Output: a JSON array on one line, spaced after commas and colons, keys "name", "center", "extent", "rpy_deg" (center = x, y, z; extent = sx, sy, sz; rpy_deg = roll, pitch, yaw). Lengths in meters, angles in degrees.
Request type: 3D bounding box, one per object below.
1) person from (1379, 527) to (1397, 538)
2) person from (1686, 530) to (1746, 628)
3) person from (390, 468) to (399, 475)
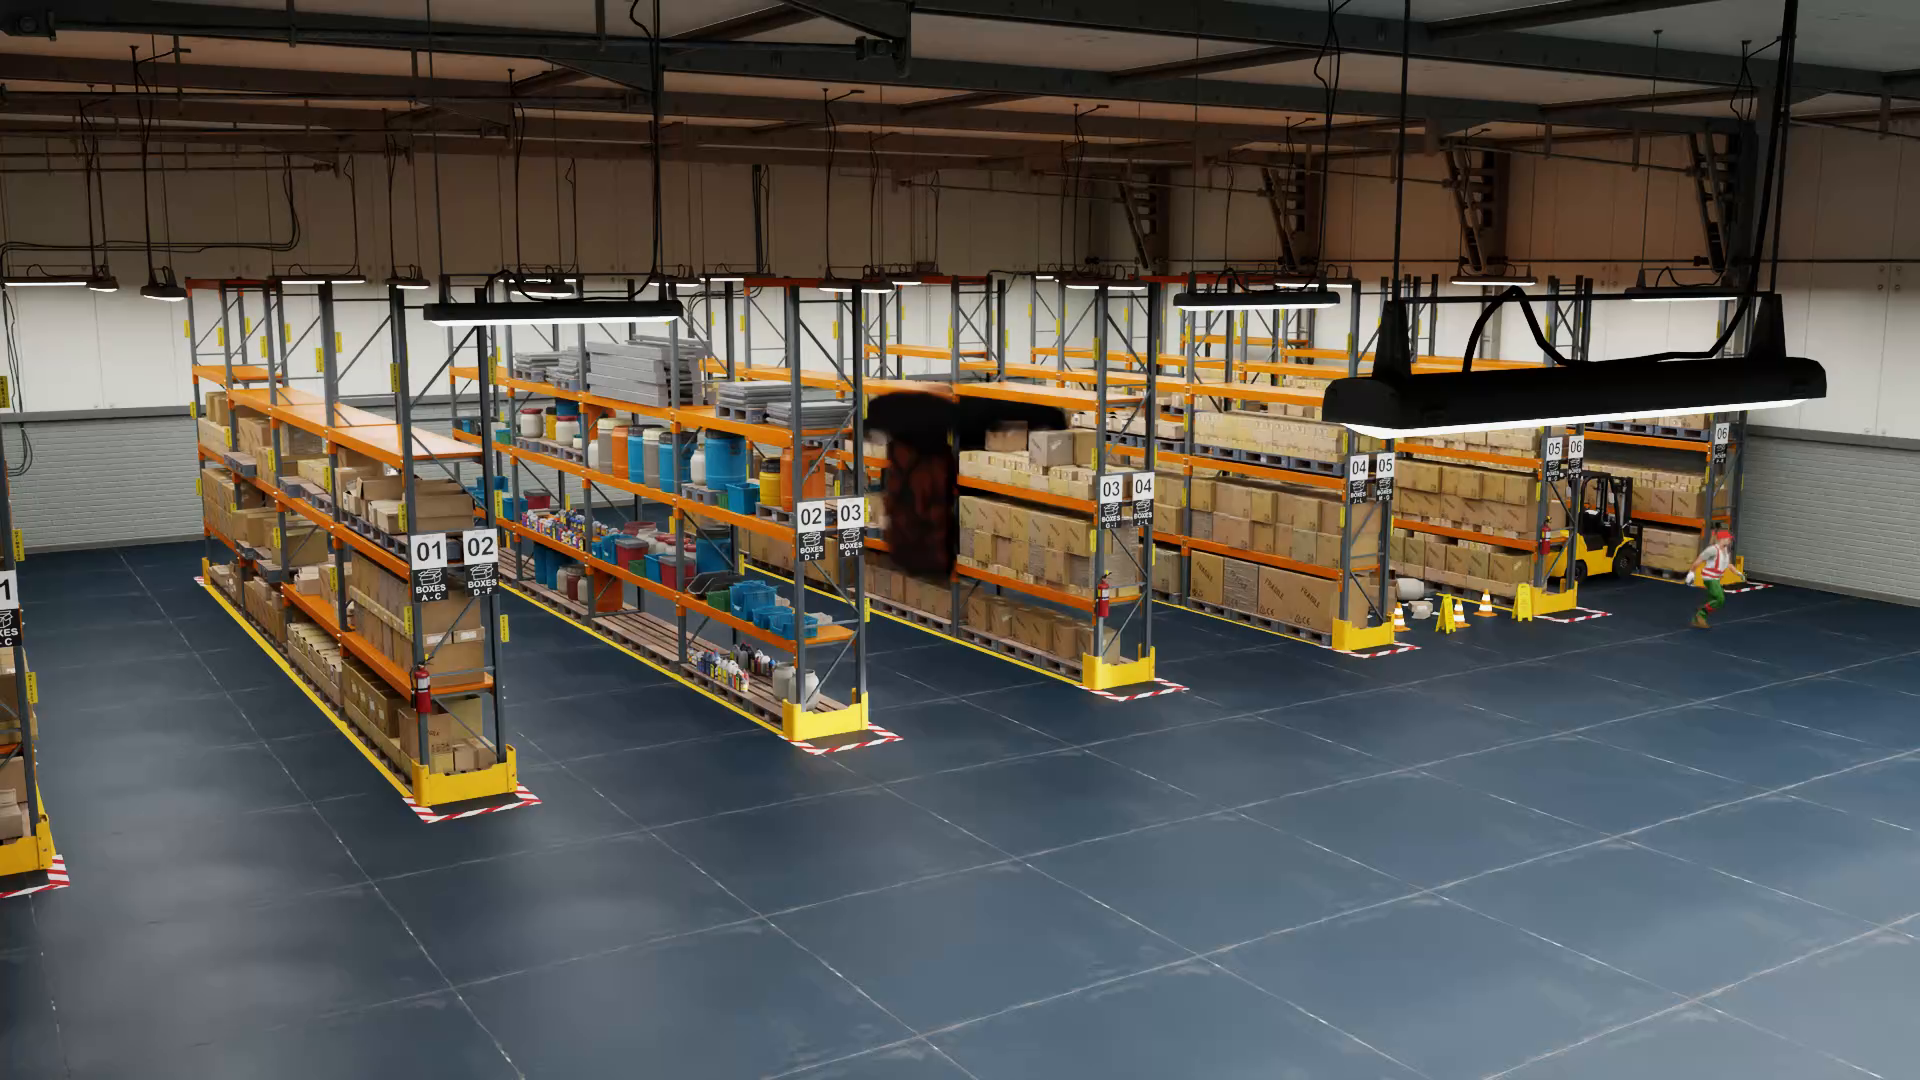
[{"name": "person", "center": [9.352, -0.433, 35.753], "extent": [0.591, 1.622, 0.688], "rpy_deg": [-9, 13, -43]}, {"name": "person", "center": [13.035, 0.685, 28.639], "extent": [0.636, 1.734, 0.833], "rpy_deg": [-9, 13, -43]}, {"name": "person", "center": [-13.084, -0.762, 37.591], "extent": [1.038, 1.735, 0.685], "rpy_deg": [-3, 10, -18]}]
